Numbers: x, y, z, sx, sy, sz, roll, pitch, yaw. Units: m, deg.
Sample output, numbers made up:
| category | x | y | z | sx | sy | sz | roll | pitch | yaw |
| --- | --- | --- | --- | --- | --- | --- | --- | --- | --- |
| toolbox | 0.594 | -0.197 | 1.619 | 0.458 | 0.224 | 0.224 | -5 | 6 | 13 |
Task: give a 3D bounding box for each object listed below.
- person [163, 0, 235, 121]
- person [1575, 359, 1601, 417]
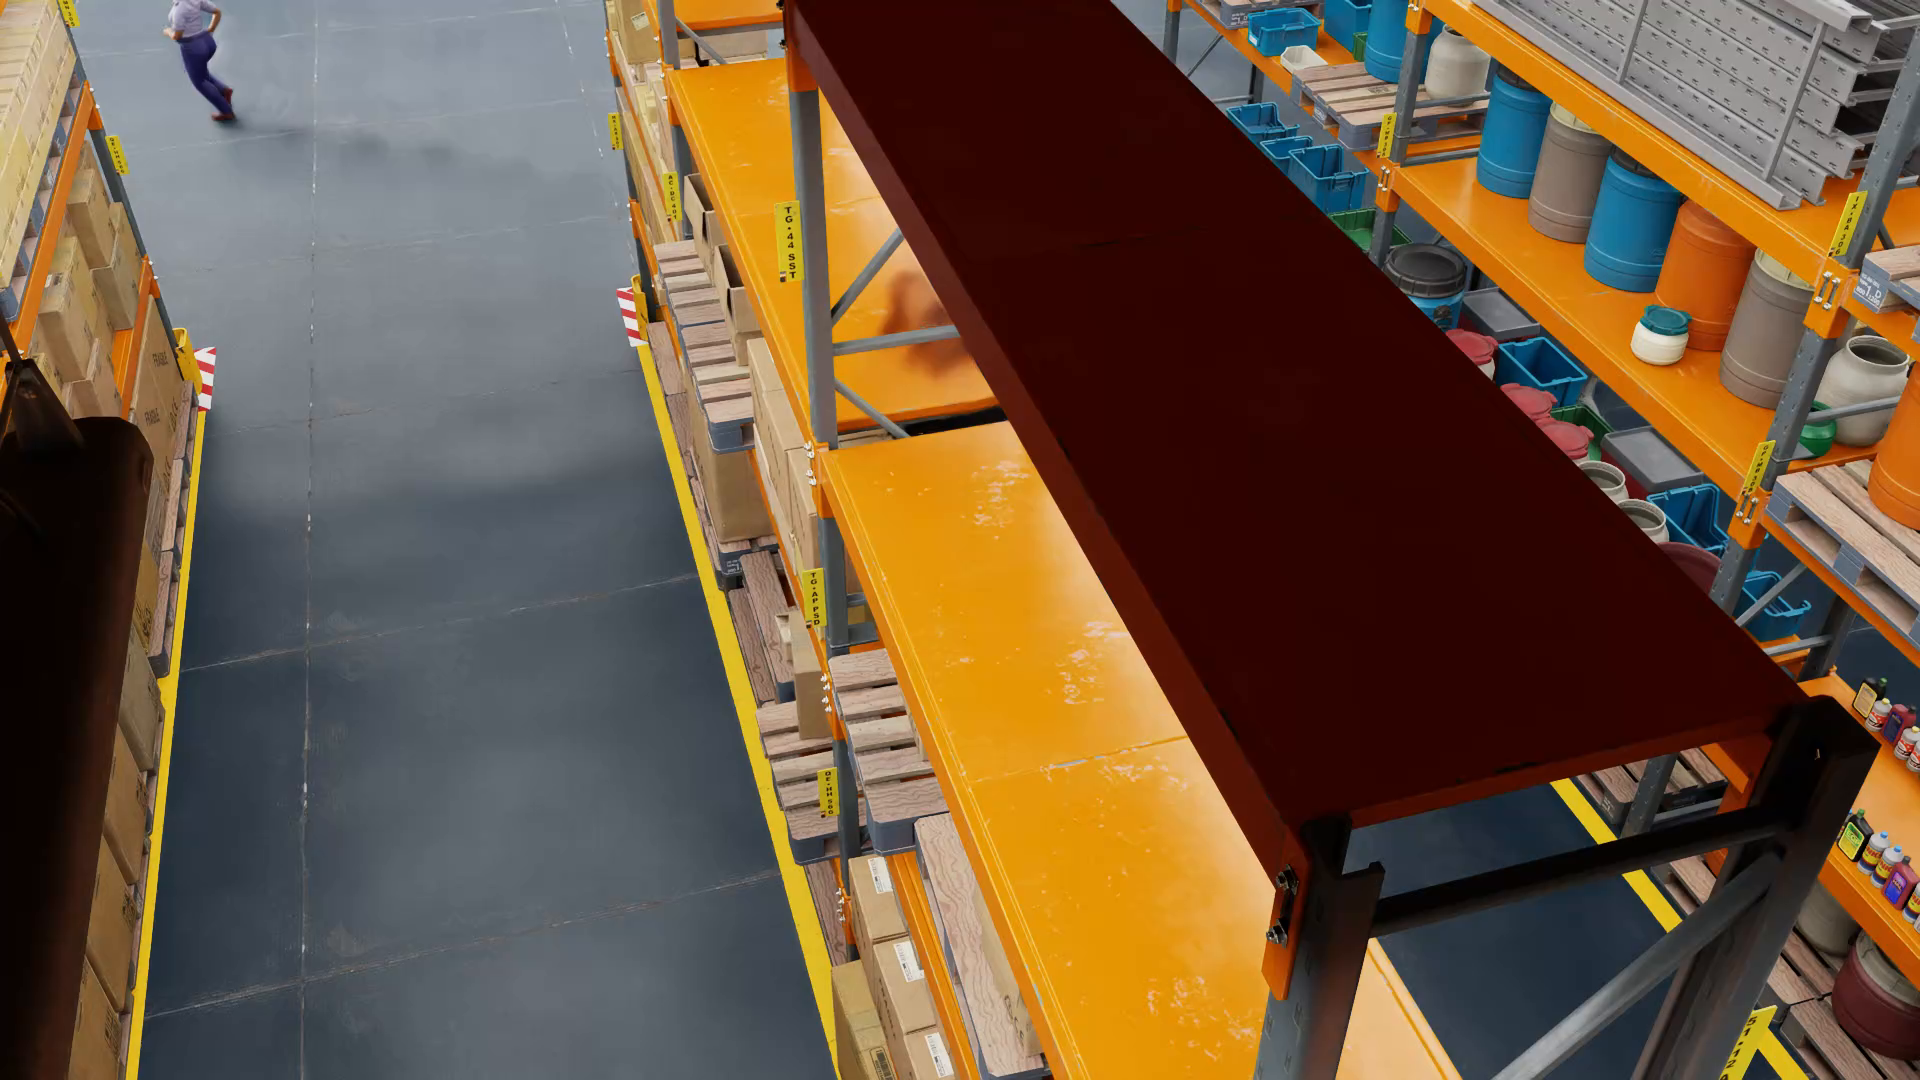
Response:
| category | x | y | z | sx | sy | sz | roll | pitch | yaw |
| --- | --- | --- | --- | --- | --- | --- | --- | --- | --- |
| person | -8.482 | -5.445 | 18.405 | 0.575 | 1.597 | 0.592 | 7 | 39 | 8 |
| person | 5.148 | -1.437 | 13.310 | 0.632 | 1.694 | 0.797 | -7 | 39 | -8 |
